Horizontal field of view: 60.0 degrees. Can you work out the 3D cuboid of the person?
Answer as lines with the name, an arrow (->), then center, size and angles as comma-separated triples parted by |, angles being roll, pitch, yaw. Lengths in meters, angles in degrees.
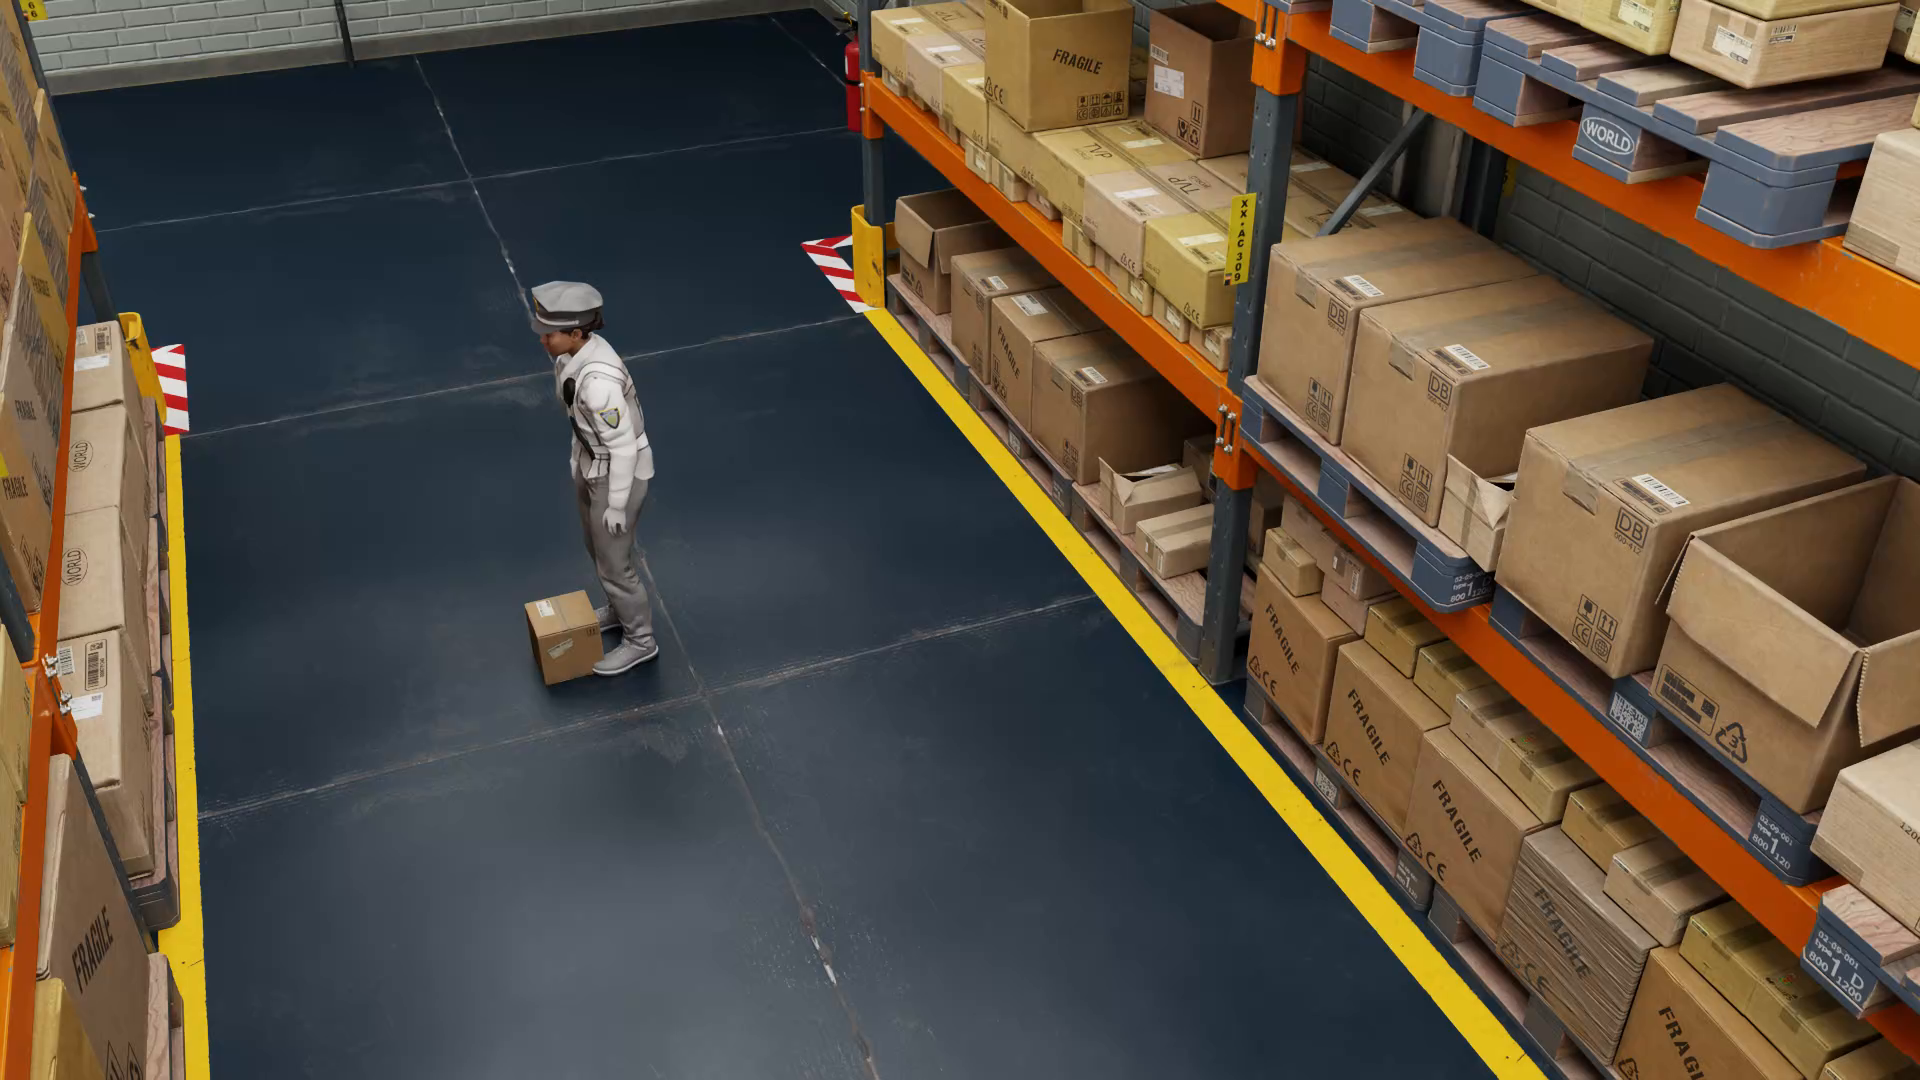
person -> -1.418, -0.258, 6.524 | 0.359, 1.664, 0.469 | -15, 37, -22
